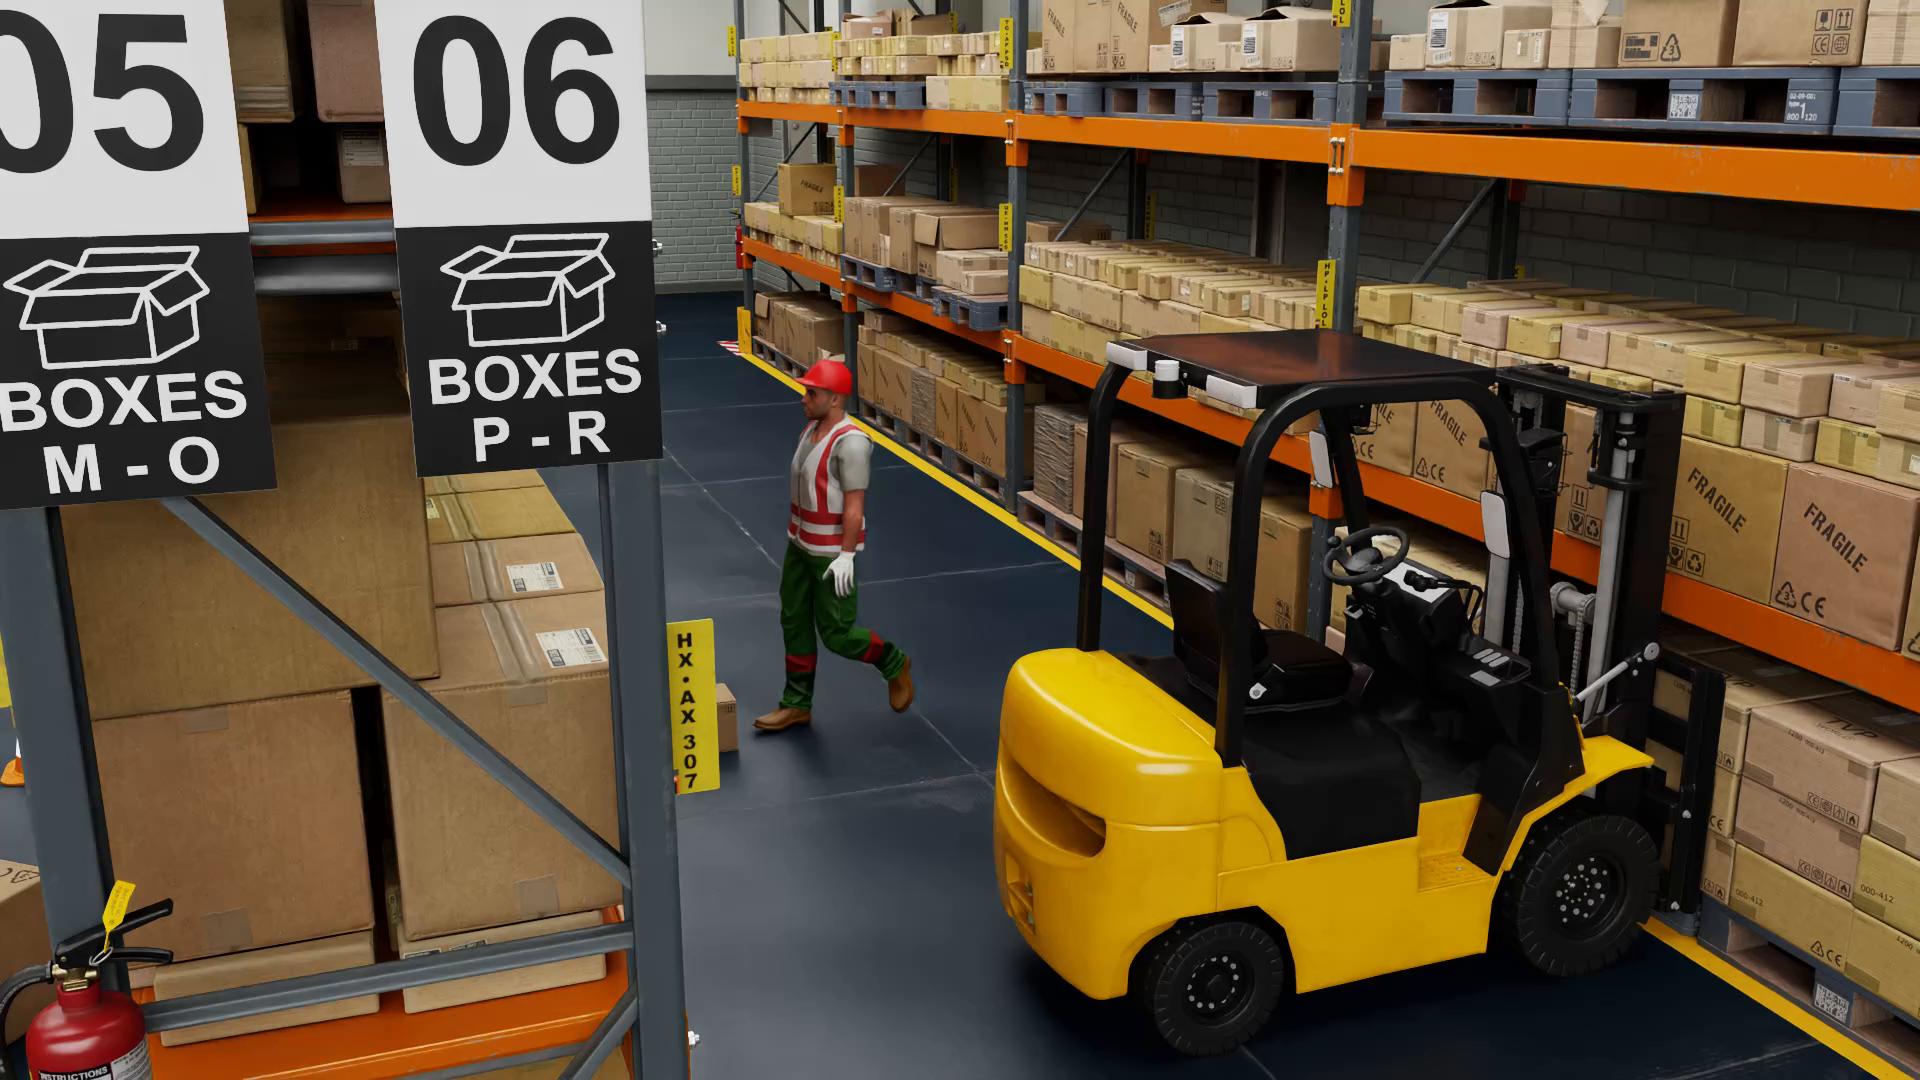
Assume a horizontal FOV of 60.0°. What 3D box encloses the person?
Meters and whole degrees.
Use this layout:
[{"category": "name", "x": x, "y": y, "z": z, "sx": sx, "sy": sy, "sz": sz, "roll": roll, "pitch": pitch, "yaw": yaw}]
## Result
[{"category": "person", "x": -0.594, "y": 0.034, "z": 7.837, "sx": 0.754, "sy": 1.776, "sz": 0.571, "roll": -11, "pitch": 19, "yaw": -35}]
